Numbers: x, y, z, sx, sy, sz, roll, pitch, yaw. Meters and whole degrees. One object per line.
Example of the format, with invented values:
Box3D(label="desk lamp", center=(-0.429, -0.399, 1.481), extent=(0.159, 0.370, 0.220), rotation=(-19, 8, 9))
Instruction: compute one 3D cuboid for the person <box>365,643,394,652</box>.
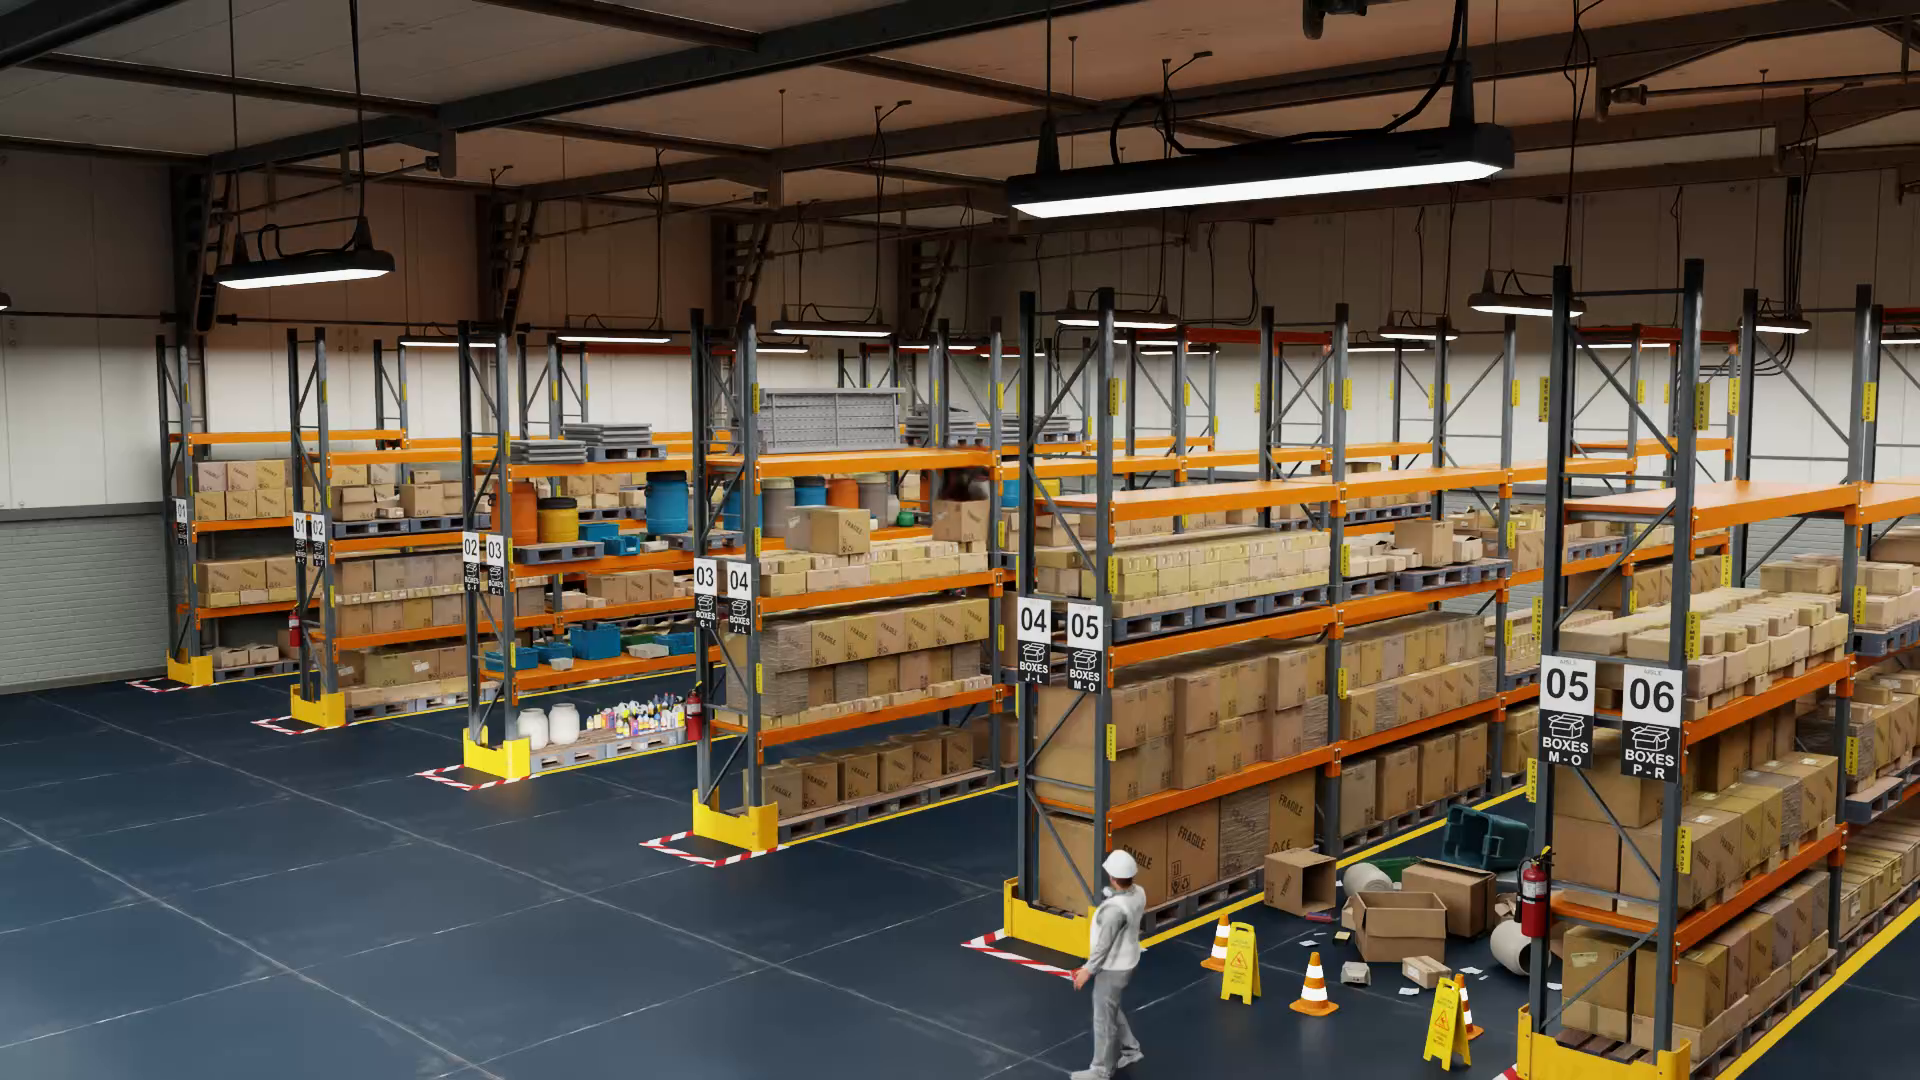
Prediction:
Box3D(label="person", center=(-9.911, 1.665, 28.471), extent=(0.679, 1.785, 0.451), rotation=(-2, 6, -22))

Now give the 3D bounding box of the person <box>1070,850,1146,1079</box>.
Box3D(label="person", center=(1.099, 3.140, 12.298), extent=(0.520, 1.776, 0.615), rotation=(2, 6, 18))
